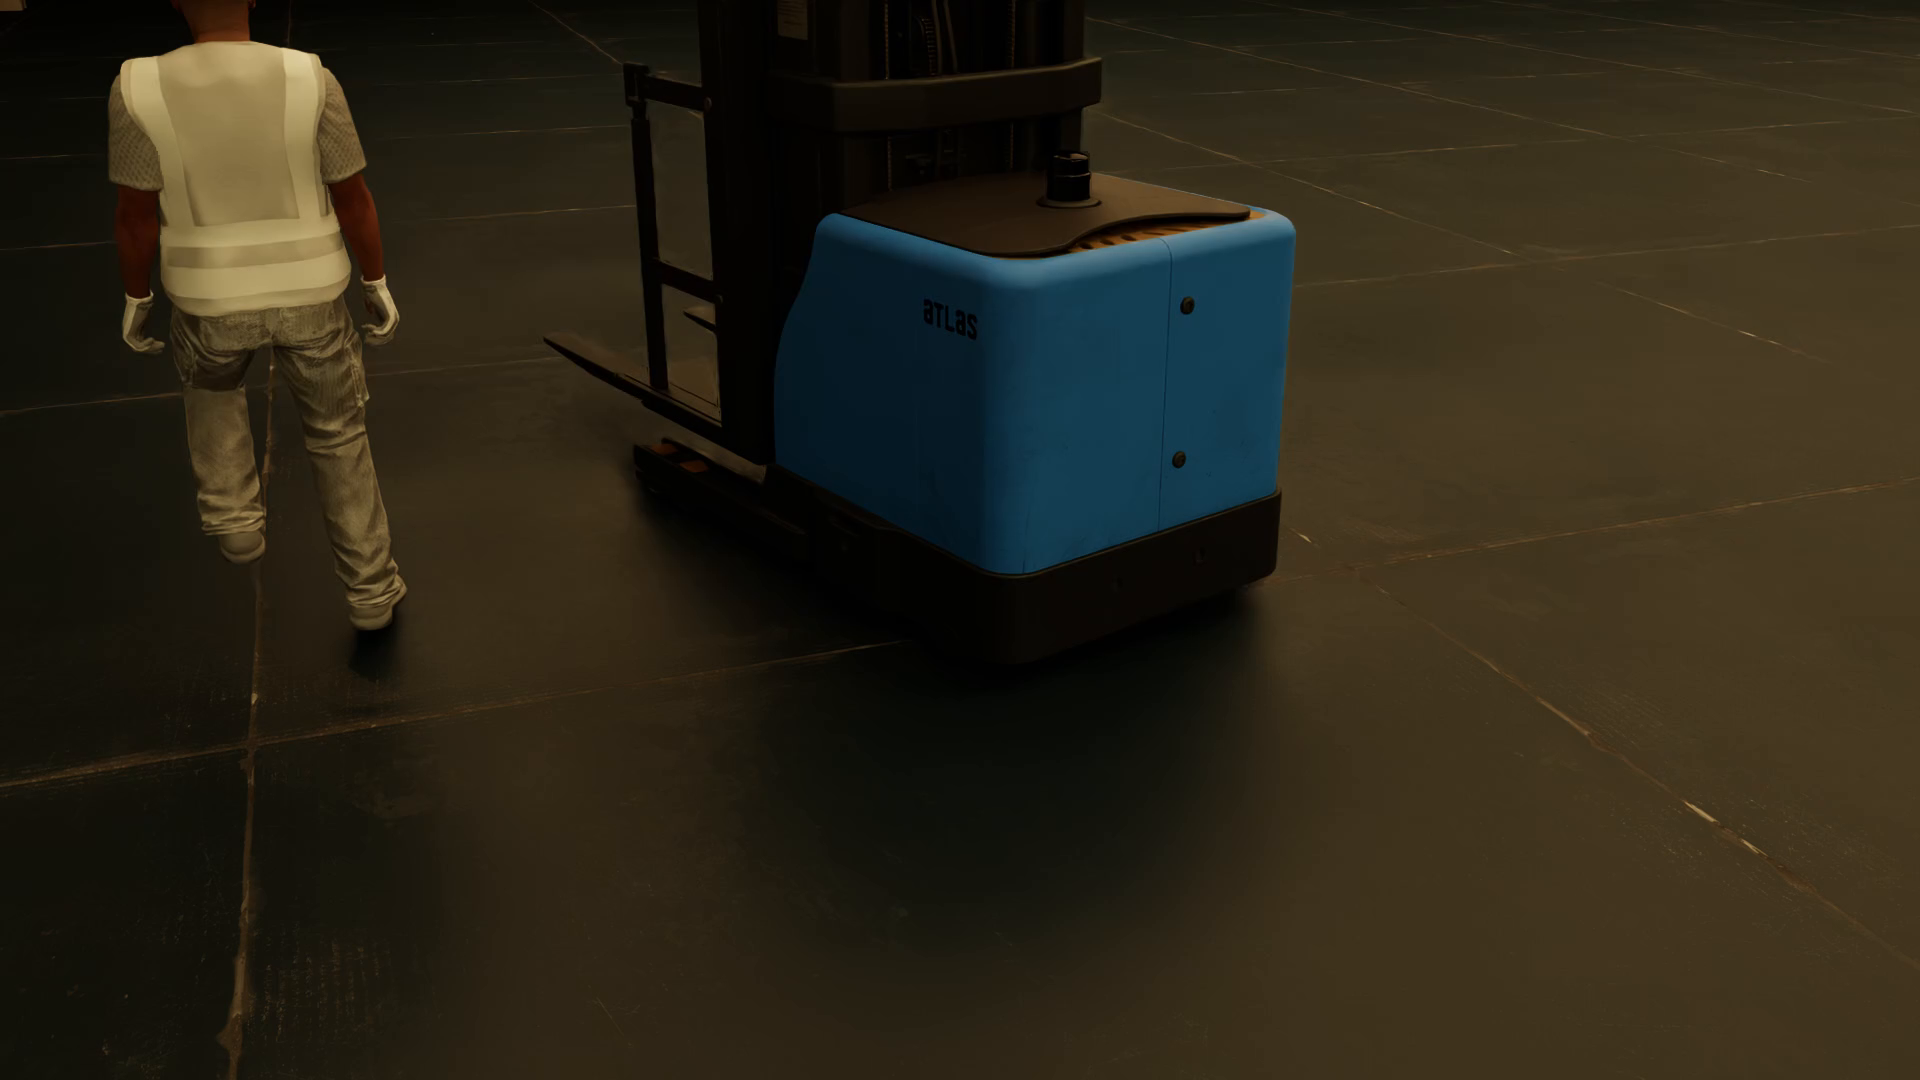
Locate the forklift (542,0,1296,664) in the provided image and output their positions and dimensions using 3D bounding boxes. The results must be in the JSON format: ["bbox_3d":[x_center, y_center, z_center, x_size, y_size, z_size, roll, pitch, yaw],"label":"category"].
[{"bbox_3d":[-0.407,-1.544,4.971,1.130,2.935,3.031,-17,28,-34],"label":"forklift"}]

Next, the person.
[{"bbox_3d":[-1.764,-0.629,4.177,0.638,1.783,0.531,-10,25,-22],"label":"person"}]
